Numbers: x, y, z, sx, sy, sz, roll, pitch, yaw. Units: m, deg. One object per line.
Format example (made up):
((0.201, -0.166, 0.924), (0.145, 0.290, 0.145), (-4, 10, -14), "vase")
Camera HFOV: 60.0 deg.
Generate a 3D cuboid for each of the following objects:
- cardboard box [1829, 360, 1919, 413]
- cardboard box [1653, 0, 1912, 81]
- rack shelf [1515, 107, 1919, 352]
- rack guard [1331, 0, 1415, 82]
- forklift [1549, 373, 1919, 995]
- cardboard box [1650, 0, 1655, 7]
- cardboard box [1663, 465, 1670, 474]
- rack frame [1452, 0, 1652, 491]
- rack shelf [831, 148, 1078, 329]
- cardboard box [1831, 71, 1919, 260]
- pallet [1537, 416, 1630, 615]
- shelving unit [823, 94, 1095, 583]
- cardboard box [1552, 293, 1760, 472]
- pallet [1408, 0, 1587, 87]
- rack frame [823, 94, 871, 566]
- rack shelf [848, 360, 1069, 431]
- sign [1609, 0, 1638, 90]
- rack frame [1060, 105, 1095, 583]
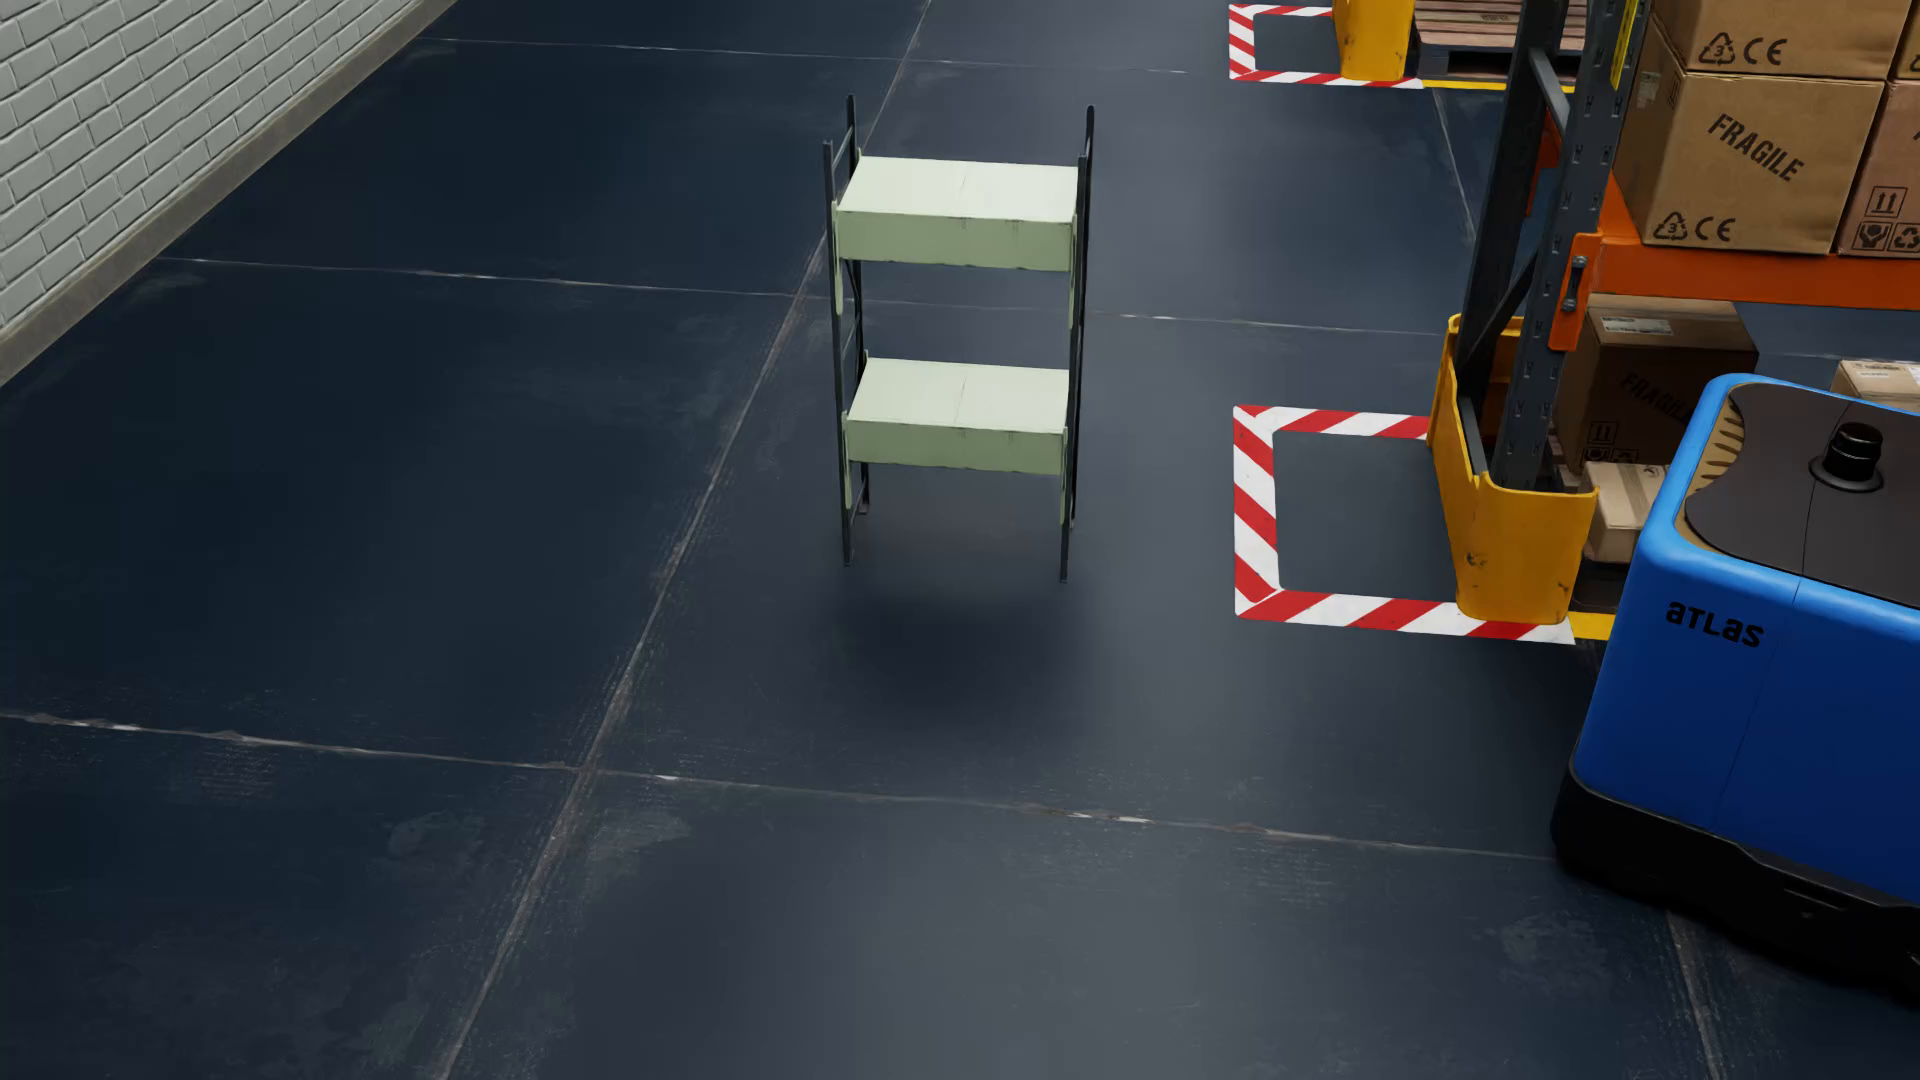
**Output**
((3.300, -0.370, 5.675), (0.500, 0.250, 0.500), (4, 36, 6), "cardboard box")
((2.198, -1.559, 4.406), (0.500, 0.500, 0.500), (5, 36, 7), "cardboard box")
((3.775, -0.856, 4.986), (4.000, 0.370, 1.077), (4, 36, 6), "rack shelf")
((2.400, -3.127, 9.701), (0.348, 0.500, 1.175), (4, 36, 6), "rack guard")
((3.132, -0.126, 3.404), (3.031, 2.935, 1.130), (19, 40, 24), "forklift")
((2.268, -1.870, 4.841), (0.500, 0.500, 0.500), (4, 36, 6), "cardboard box")
((2.411, -0.075, 5.333), (0.250, 0.166, 0.380), (4, 36, 6), "cardboard box")
((1.791, -1.296, 4.984), (0.127, 3.000, 1.000), (4, 36, 6), "rack frame")
((0.007, -0.928, 5.087), (0.720, 0.370, 0.431), (4, 36, 6), "rack shelf")
((2.710, -1.117, 4.647), (0.500, 0.500, 0.500), (4, 36, 5), "cardboard box")
((2.658, -0.097, 5.705), (1.213, 0.211, 1.003), (4, 36, 6), "pallet")
((0.007, -0.610, 5.314), (0.755, 1.500, 0.431), (4, 36, 6), "shelving unit")
((2.362, -0.560, 5.725), (0.500, 0.500, 0.500), (4, 36, 6), "cardboard box")
((3.239, -2.932, 9.676), (1.213, 0.211, 1.003), (4, 36, 6), "pallet")
((-0.356, -0.637, 5.352), (0.023, 1.500, 0.400), (4, 36, 6), "rack frame")
((0.007, -0.424, 5.446), (0.686, 0.124, 0.368), (4, 36, 6), "rack shelf")
((1.722, -1.336, 4.295), (0.005, 0.325, 0.100), (4, 36, 6), "sign")
((0.370, -0.583, 5.276), (0.023, 1.500, 0.400), (4, 36, 6), "rack frame")
